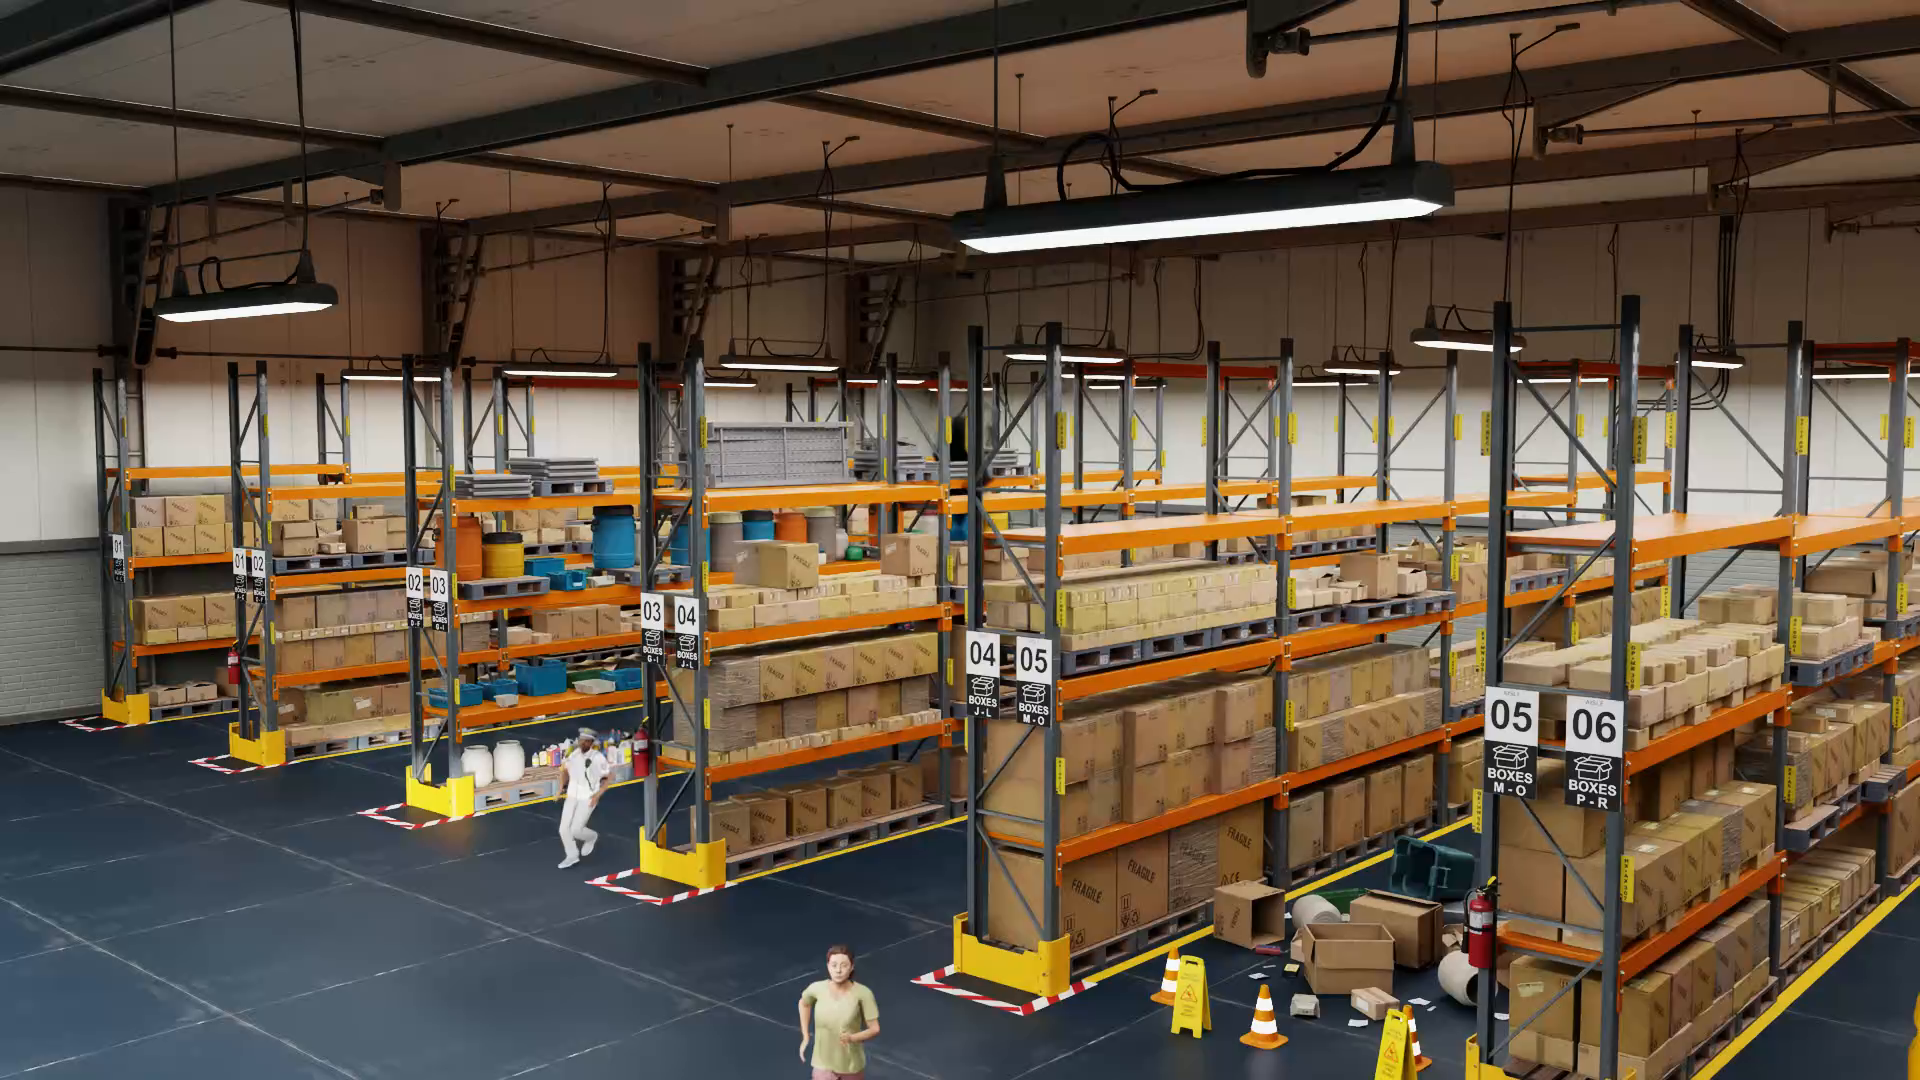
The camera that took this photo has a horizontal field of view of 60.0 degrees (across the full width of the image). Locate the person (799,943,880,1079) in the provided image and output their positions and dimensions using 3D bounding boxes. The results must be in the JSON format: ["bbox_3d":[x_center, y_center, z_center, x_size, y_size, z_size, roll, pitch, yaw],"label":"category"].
[{"bbox_3d":[-0.799,3.520,11.010,0.545,1.721,0.730,0,4,-3],"label":"person"}]

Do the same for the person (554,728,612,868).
[{"bbox_3d":[-4.326,2.955,19.132,0.630,1.644,0.517,2,5,23],"label":"person"}]

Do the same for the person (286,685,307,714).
[{"bbox_3d":[-10.868,2.259,27.074,0.656,1.786,0.987,3,5,34],"label":"person"}]
